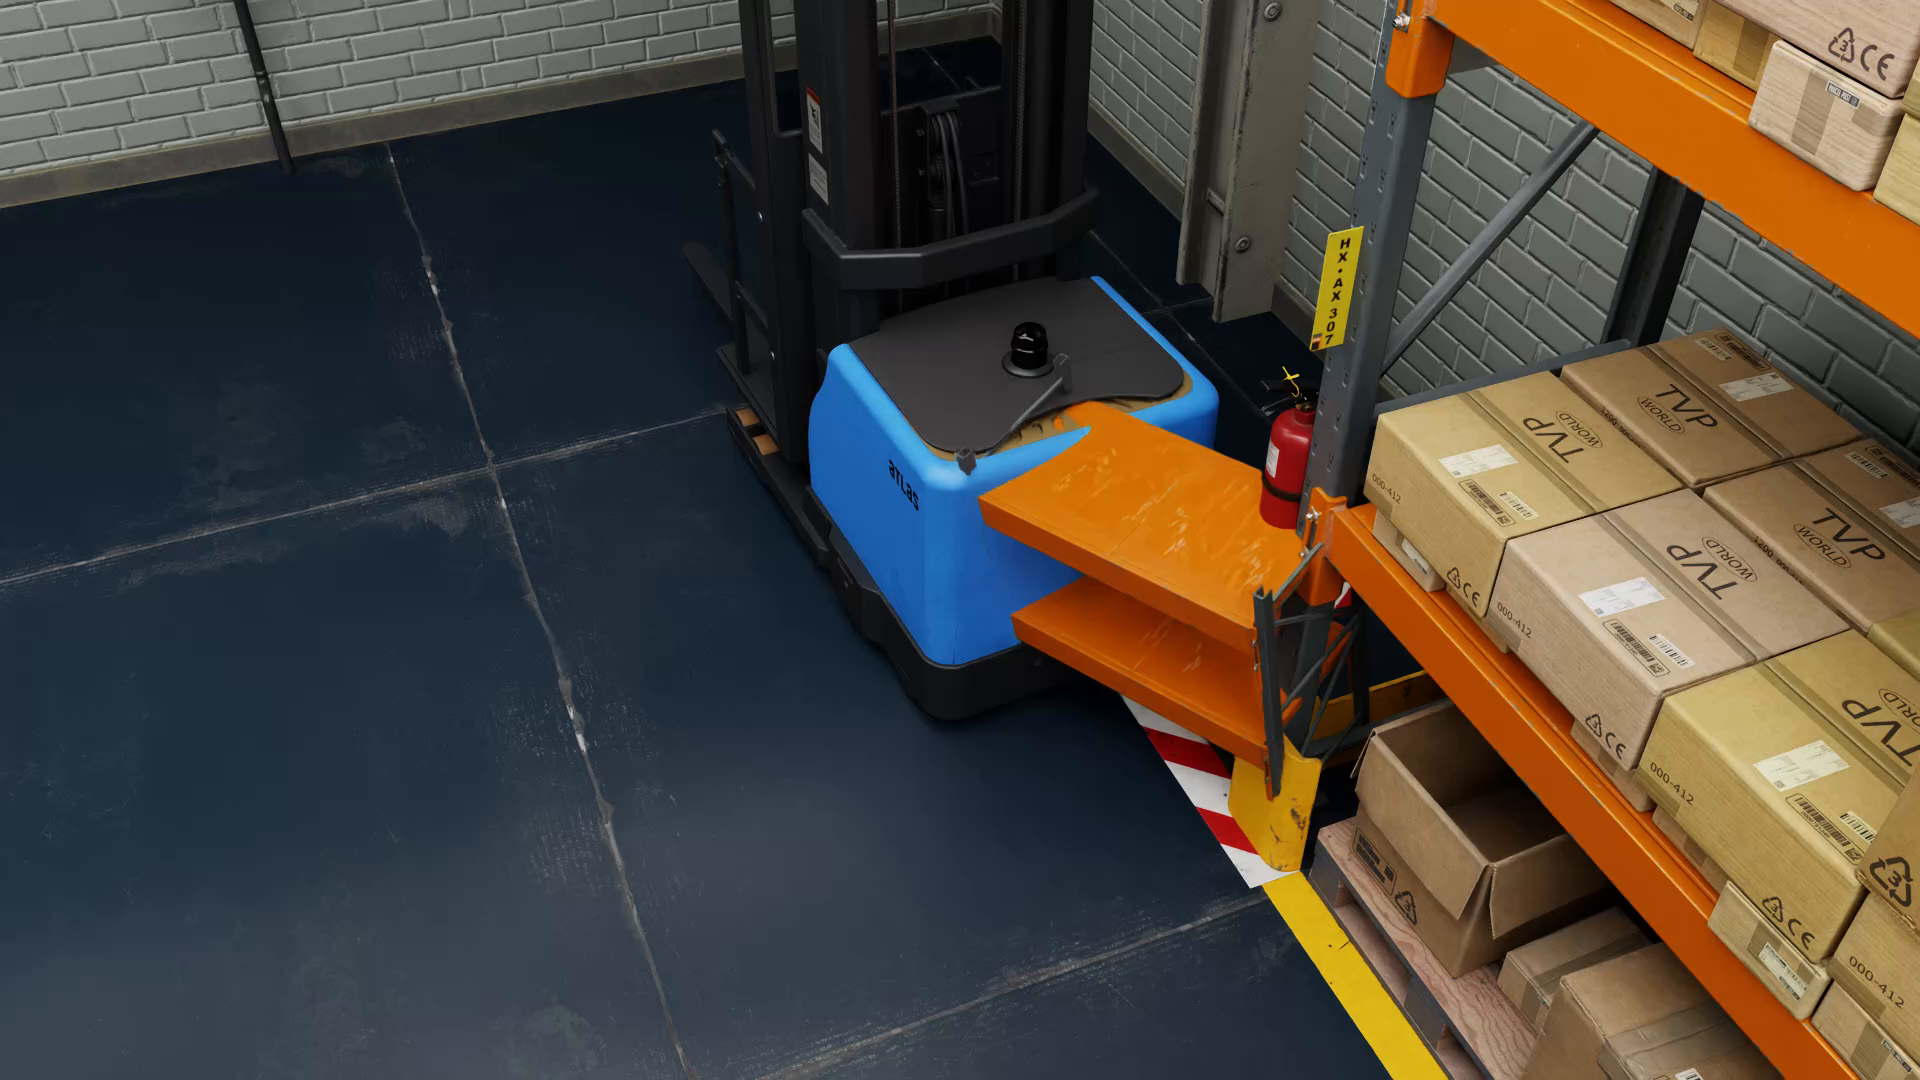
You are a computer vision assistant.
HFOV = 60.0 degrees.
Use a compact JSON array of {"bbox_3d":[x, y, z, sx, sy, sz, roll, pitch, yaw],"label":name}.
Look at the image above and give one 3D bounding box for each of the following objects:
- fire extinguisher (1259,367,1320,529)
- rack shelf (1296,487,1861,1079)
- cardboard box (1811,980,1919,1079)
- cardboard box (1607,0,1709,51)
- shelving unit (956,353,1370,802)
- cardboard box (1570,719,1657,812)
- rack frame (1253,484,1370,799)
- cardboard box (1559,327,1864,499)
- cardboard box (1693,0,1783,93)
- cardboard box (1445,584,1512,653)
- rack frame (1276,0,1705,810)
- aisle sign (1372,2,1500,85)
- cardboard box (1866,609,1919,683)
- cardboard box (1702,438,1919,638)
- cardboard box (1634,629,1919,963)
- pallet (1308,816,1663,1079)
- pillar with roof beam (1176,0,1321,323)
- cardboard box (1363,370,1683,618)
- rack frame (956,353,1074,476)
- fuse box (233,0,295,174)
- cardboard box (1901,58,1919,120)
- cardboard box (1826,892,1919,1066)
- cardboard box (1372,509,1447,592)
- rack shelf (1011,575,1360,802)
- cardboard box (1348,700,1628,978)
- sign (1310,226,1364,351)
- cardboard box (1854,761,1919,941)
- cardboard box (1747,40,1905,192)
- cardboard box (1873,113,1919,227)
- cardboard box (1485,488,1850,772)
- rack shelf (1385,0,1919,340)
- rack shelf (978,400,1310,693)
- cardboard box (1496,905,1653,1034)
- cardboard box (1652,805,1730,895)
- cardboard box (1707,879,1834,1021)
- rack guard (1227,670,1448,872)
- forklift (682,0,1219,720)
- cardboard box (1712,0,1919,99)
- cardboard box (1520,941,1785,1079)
[{"bbox_3d":[0.921,-0.208,4.537,0.296,0.674,0.183,-15,43,-17],"label":"fire extinguisher"},{"bbox_3d":[2.170,1.072,3.255,1.077,0.370,4.000,-15,43,-17],"label":"rack shelf"},{"bbox_3d":[1.844,0.898,3.098,0.380,0.149,0.250,-14,43,-16],"label":"cardboard box"},{"bbox_3d":[1.436,-1.046,3.058,0.380,0.149,0.250,-14,43,-16],"label":"cardboard box"},{"bbox_3d":[0.643,0.168,5.036,1.048,1.125,0.538,27,59,33],"label":"shelving unit"},{"bbox_3d":[1.590,0.415,3.660,0.380,0.149,0.250,-14,43,-16],"label":"cardboard box"},{"bbox_3d":[1.023,0.361,4.760,0.032,1.125,0.500,27,59,33],"label":"rack frame"},{"bbox_3d":[1.826,-0.251,4.128,0.500,0.250,0.500,-14,43,-16],"label":"cardboard box"},{"bbox_3d":[1.519,-0.888,2.874,0.380,0.149,0.250,-15,43,-17],"label":"cardboard box"},{"bbox_3d":[1.417,0.098,4.028,0.380,0.149,0.250,-14,43,-16],"label":"cardboard box"},{"bbox_3d":[1.405,-0.406,4.421,1.000,3.000,0.127,-15,43,-17],"label":"rack frame"},{"bbox_3d":[1.107,-1.359,3.536,0.394,0.787,0.004,-15,43,-17],"label":"aisle sign"},{"bbox_3d":[2.207,0.360,3.418,0.500,0.250,0.500,-14,43,-16],"label":"cardboard box"},{"bbox_3d":[2.022,0.060,3.766,0.500,0.250,0.500,-15,43,-17],"label":"cardboard box"},{"bbox_3d":[1.720,0.487,3.270,0.500,0.250,0.500,-16,43,-18],"label":"cardboard box"},{"bbox_3d":[1.740,1.178,4.719,1.003,0.211,1.213,-15,43,-17],"label":"pallet"},{"bbox_3d":[-2.772,-3.455,3.367,9.100,9.000,0.400,-15,43,-17],"label":"pillar with roof beam"},{"bbox_3d":[1.329,-0.121,3.977,0.500,0.250,0.500,-15,43,-17],"label":"cardboard box"},{"bbox_3d":[0.262,-0.025,5.313,0.032,1.125,0.500,27,59,33],"label":"rack frame"},{"bbox_3d":[-3.362,-2.504,7.849,0.539,1.711,0.414,-15,43,-17],"label":"fuse box"},{"bbox_3d":[1.720,-0.651,2.293,0.500,0.250,0.500,-16,43,-18],"label":"cardboard box"},{"bbox_3d":[1.935,0.790,2.918,0.500,0.250,0.500,-16,43,-18],"label":"cardboard box"},{"bbox_3d":[1.277,-0.044,4.193,0.380,0.149,0.250,-15,43,-17],"label":"cardboard box"},{"bbox_3d":[0.688,0.331,5.213,1.000,0.278,0.538,27,59,33],"label":"rack shelf"},{"bbox_3d":[1.551,0.774,4.642,0.797,0.503,0.637,-17,43,-19],"label":"cardboard box"},{"bbox_3d":[0.903,-0.598,3.981,0.100,0.325,0.005,-15,43,-17],"label":"sign"},{"bbox_3d":[1.904,0.498,2.682,0.500,0.500,0.500,-14,43,-16],"label":"cardboard box"},{"bbox_3d":[1.519,-0.712,2.669,0.380,0.149,0.250,-14,43,-16],"label":"cardboard box"},{"bbox_3d":[1.626,-0.556,2.488,0.380,0.149,0.250,-15,43,-17],"label":"cardboard box"},{"bbox_3d":[1.523,0.183,3.624,0.500,0.250,0.500,-15,43,-16],"label":"cardboard box"},{"bbox_3d":[2.170,-0.065,2.277,1.077,0.370,4.000,-15,43,-17],"label":"rack shelf"},{"bbox_3d":[0.588,-0.027,4.825,1.000,0.278,0.538,27,59,33],"label":"rack shelf"},{"bbox_3d":[1.678,1.174,4.449,0.380,0.149,0.250,-17,43,-19],"label":"cardboard box"},{"bbox_3d":[1.697,0.573,3.475,0.380,0.149,0.250,-14,43,-16],"label":"cardboard box"},{"bbox_3d":[1.724,0.744,3.276,0.380,0.149,0.250,-16,43,-18],"label":"cardboard box"},{"bbox_3d":[1.434,0.588,5.183,1.175,0.500,0.348,-15,43,-17],"label":"rack guard"},{"bbox_3d":[-0.277,-1.479,5.722,1.130,2.935,3.031,-18,44,-20],"label":"forklift"},{"bbox_3d":[1.535,-0.962,2.655,0.500,0.250,0.500,-14,43,-16],"label":"cardboard box"},{"bbox_3d":[1.842,1.300,4.033,0.700,0.500,0.500,-13,42,-15],"label":"cardboard box"}]
